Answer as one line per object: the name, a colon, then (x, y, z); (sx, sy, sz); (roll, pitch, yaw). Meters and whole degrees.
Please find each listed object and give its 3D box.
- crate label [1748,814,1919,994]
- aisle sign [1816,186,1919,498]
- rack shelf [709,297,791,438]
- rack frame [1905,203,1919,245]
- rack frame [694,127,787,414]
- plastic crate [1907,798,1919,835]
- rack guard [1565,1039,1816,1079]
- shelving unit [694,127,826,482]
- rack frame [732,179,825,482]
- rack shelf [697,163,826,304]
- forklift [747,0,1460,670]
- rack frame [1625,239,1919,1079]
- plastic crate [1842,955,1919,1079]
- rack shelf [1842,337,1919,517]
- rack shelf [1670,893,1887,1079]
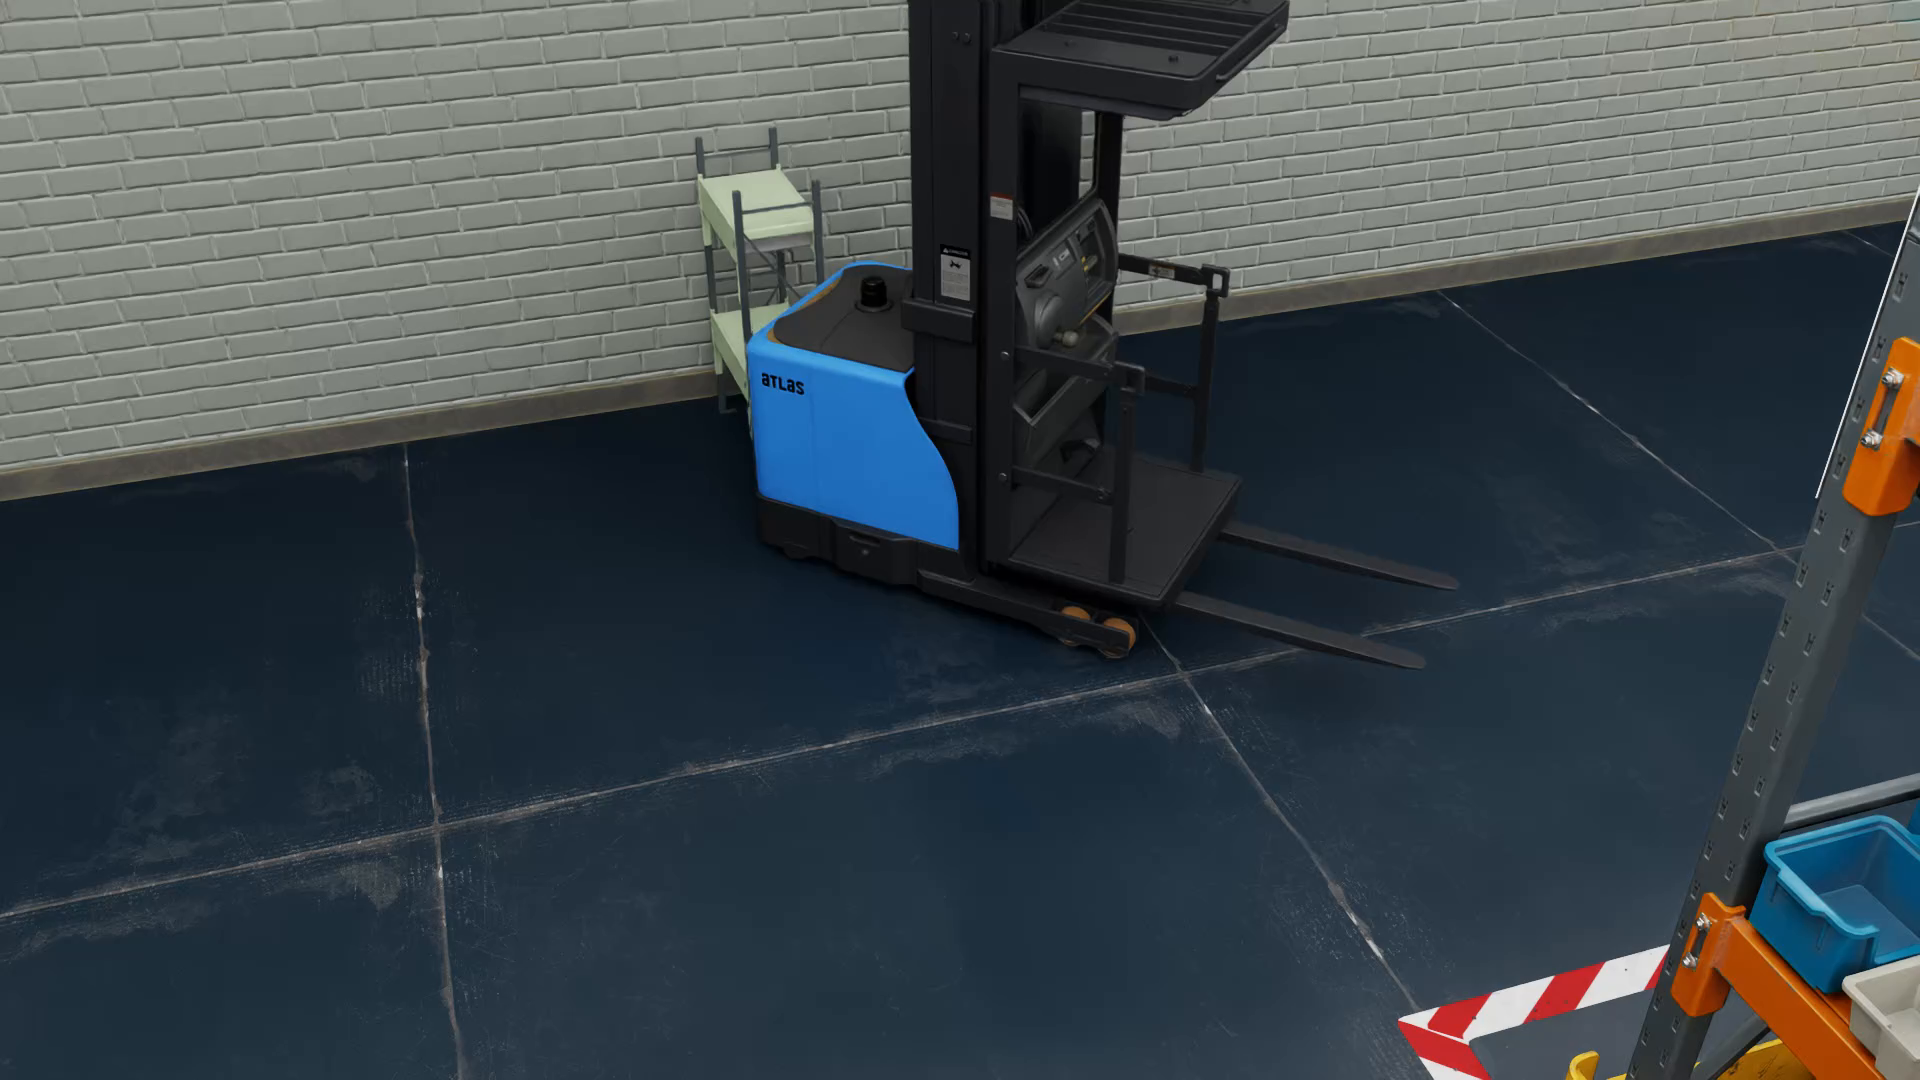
crate label: (2.067, 0.852, 3.838); (0.416, 0.233, 0.303); (-10, 35, -15)
aisle sign: (2.000, -0.451, 3.353); (0.394, 0.787, 0.004); (-10, 35, -15)
rack shelf: (-0.949, -0.871, 8.299); (0.431, 0.370, 0.720); (-12, 35, -17)
rack frame: (2.305, -1.881, 2.434); (1.000, 3.000, 0.127); (-10, 35, -15)
rack frame: (-1.078, -1.332, 8.405); (0.400, 1.500, 0.023); (-12, 35, -17)
plastic crate: (2.585, 0.726, 3.843); (0.616, 0.435, 0.499); (-10, 35, -15)
rack guard: (2.285, 1.654, 4.793); (1.175, 0.500, 0.348); (-10, 35, -15)
shelving unit: (-0.949, -1.143, 8.119); (0.431, 1.500, 0.755); (-12, 35, -17)
rack frame: (-0.820, -0.954, 7.833); (0.400, 1.500, 0.023); (-12, 35, -17)
rack shelf: (-0.949, -1.468, 7.904); (0.431, 0.370, 0.720); (-12, 35, -17)
forklift: (0.622, -1.061, 6.697); (3.031, 2.935, 1.130); (15, 36, 22)
rack frame: (2.305, 0.622, 4.088); (1.000, 3.000, 0.127); (-10, 35, -15)
plastic crate: (2.086, 1.074, 3.589); (0.250, 0.136, 0.298); (-10, 35, -15)
rack shelf: (2.915, 0.720, 1.871); (1.077, 0.370, 4.000); (-10, 35, -15)
rack shelf: (2.915, 1.972, 2.698); (1.077, 0.370, 4.000); (-10, 35, -15)
